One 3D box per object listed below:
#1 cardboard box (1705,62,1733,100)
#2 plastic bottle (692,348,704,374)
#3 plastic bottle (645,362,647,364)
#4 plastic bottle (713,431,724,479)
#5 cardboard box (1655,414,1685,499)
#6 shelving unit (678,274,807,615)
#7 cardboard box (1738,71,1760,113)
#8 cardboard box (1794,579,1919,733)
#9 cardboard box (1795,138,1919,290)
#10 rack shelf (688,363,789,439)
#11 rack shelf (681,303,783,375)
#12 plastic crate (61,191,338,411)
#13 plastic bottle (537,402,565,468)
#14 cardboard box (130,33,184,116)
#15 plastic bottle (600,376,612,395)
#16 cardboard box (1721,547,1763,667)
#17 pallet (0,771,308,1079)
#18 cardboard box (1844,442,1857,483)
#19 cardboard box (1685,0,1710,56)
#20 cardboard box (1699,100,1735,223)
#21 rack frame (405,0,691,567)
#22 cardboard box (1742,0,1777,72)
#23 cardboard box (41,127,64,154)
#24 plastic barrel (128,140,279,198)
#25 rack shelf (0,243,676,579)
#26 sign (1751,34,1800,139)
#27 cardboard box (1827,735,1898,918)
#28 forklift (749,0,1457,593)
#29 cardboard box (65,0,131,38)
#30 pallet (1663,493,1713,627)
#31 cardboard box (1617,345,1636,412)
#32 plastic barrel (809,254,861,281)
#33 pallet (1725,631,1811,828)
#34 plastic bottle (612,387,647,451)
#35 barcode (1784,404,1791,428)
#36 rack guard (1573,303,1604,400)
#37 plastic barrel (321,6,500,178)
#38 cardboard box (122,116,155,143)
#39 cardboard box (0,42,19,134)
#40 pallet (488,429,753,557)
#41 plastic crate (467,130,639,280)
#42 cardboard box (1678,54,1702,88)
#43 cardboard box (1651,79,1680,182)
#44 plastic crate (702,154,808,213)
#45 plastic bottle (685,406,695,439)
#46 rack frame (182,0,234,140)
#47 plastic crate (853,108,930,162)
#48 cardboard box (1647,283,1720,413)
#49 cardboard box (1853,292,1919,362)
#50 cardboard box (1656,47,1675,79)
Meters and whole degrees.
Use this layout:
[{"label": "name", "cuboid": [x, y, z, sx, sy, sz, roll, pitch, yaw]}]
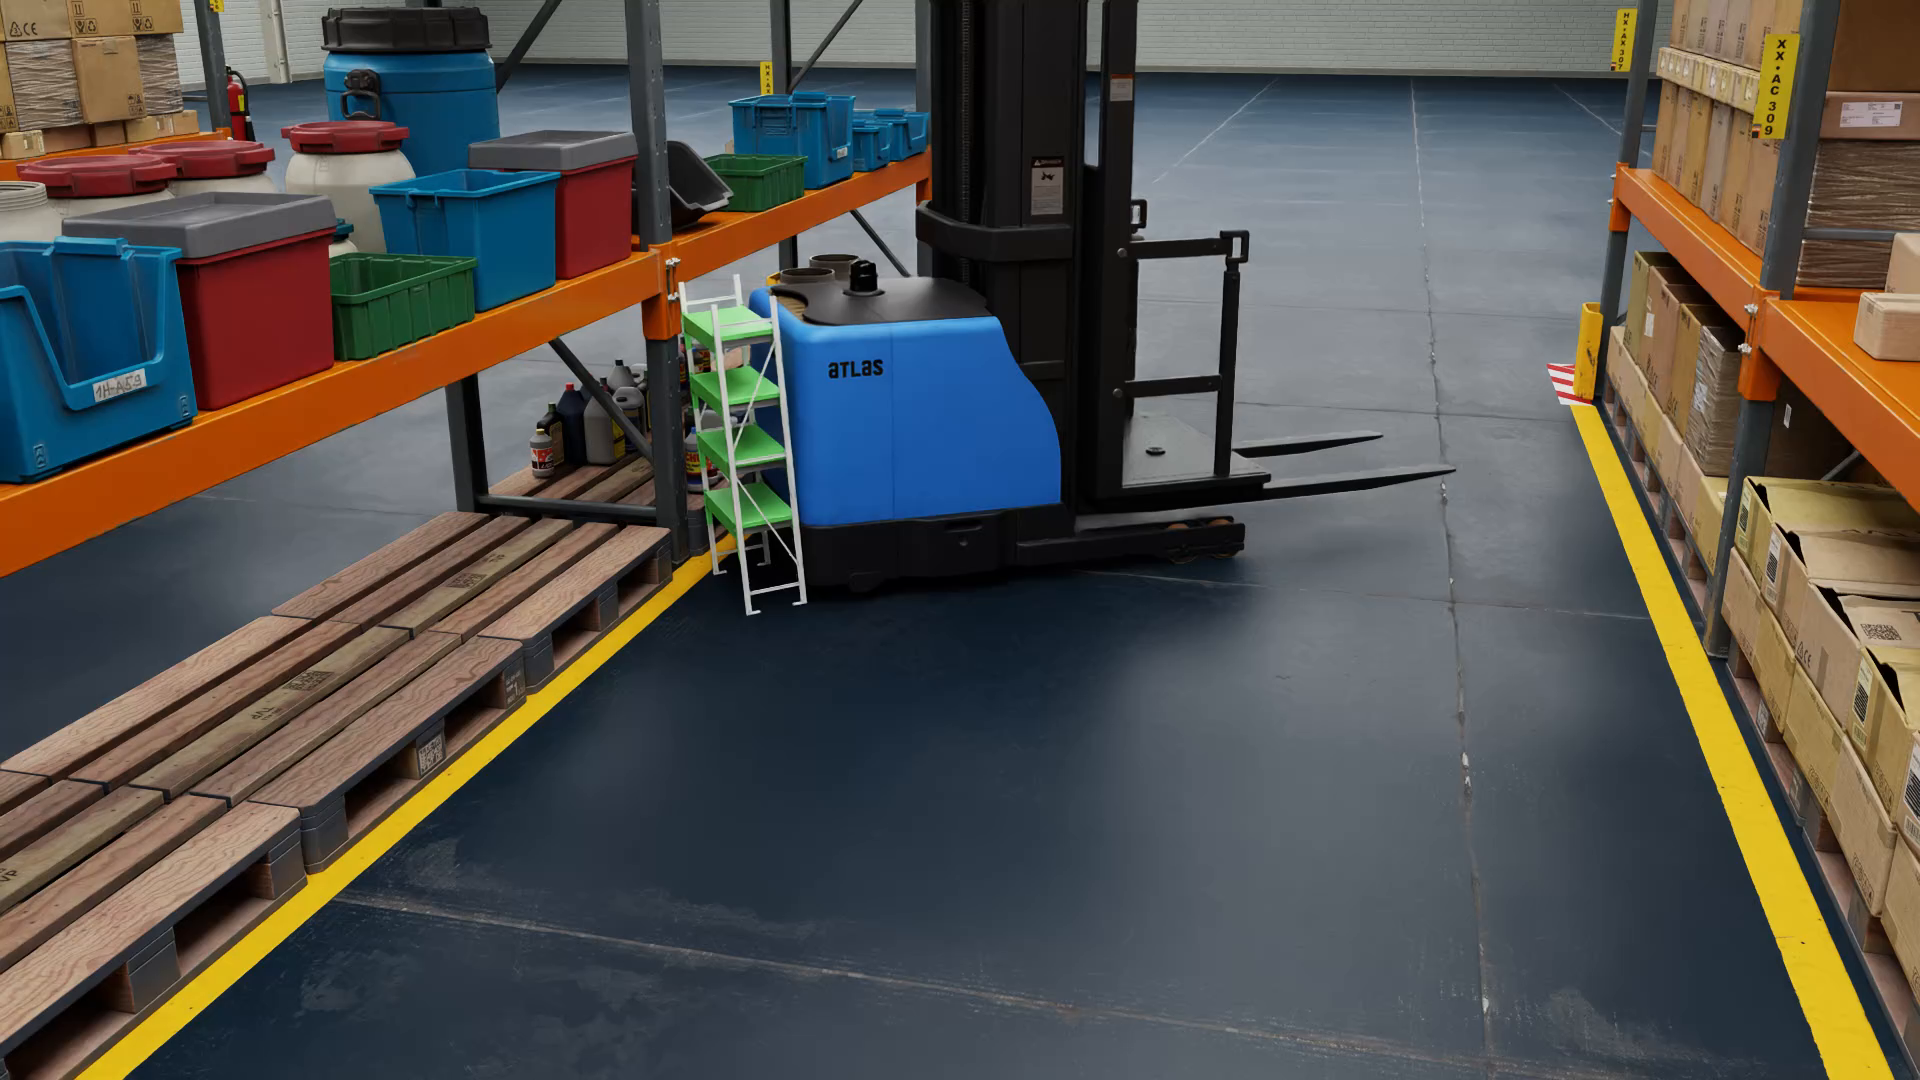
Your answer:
[{"label": "cardboard box", "cuboid": [3.469, -1.994, 7.227, 0.380, 0.149, 0.250, 5, 19, 14]}, {"label": "plastic bottle", "cuboid": [-1.423, -0.928, 8.912, 0.097, 0.201, 0.097, 0, 19, 0]}, {"label": "plastic bottle", "cuboid": [-1.556, -0.791, 8.403, 0.097, 0.271, 0.097, 0, 19, 0]}, {"label": "plastic bottle", "cuboid": [-1.077, -0.379, 7.305, 0.097, 0.201, 0.097, 0, 19, 0]}, {"label": "cardboard box", "cuboid": [3.313, -0.348, 7.169, 0.500, 0.250, 0.500, 5, 19, 13]}, {"label": "shelving unit", "cuboid": [-0.835, -0.371, 6.392, 0.258, 1.200, 0.503, -12, 22, -20]}, {"label": "cardboard box", "cuboid": [3.281, -1.749, 6.509, 0.380, 0.149, 0.250, 5, 19, 13]}, {"label": "cardboard box", "cuboid": [2.577, 0.292, 4.429, 0.500, 0.311, 0.500, 4, 19, 12]}, {"label": "cardboard box", "cuboid": [3.275, -1.161, 5.790, 0.700, 0.500, 0.500, 4, 19, 12]}, {"label": "rack shelf", "cuboid": [-0.846, -0.536, 6.331, 0.258, 0.148, 0.480, -12, 22, -20]}, {"label": "rack shelf", "cuboid": [-0.861, -0.760, 6.248, 0.258, 0.148, 0.480, -12, 22, -20]}, {"label": "plastic crate", "cuboid": [-1.916, -0.625, 4.278, 0.402, 0.464, 0.583, 5, 19, 13]}, {"label": "plastic bottle", "cuboid": [-1.832, -0.466, 7.432, 0.061, 0.283, 0.133, 6, 20, 16]}, {"label": "cardboard box", "cuboid": [-5.617, -3.029, 10.800, 0.875, 0.500, 0.500, 5, 19, 13]}, {"label": "plastic bottle", "cuboid": [-1.706, -0.628, 7.907, 0.061, 0.283, 0.133, 6, 20, 17]}, {"label": "cardboard box", "cuboid": [2.834, 0.236, 5.462, 0.500, 0.250, 0.500, 4, 19, 12]}, {"label": "pallet", "cuboid": [-2.380, 0.967, 4.029, 1.003, 0.211, 1.213, 5, 19, 13]}, {"label": "cardboard box", "cuboid": [3.704, -0.504, 6.467, 0.500, 0.500, 0.500, 5, 19, 13]}, {"label": "cardboard box", "cuboid": [3.887, -2.562, 7.885, 0.700, 0.500, 0.500, 4, 19, 12]}, {"label": "cardboard box", "cuboid": [3.648, -1.644, 7.206, 0.700, 0.500, 0.500, 5, 20, 15]}, {"label": "rack frame", "cuboid": [-1.630, -1.366, 6.547, 1.000, 3.000, 0.127, 5, 19, 13]}, {"label": "cardboard box", "cuboid": [3.520, -2.090, 6.504, 0.700, 0.500, 0.500, 5, 19, 13]}, {"label": "cardboard box", "cuboid": [-5.614, -2.393, 9.943, 0.380, 0.149, 0.250, 5, 19, 13]}, {"label": "plastic barrel", "cuboid": [-2.256, -0.918, 5.024, 0.433, 0.535, 0.433, 0, 19, 0]}, {"label": "rack shelf", "cuboid": [-2.119, -0.399, 4.828, 1.077, 0.370, 4.000, 5, 19, 13]}, {"label": "sign", "cuboid": [2.634, -1.464, 5.372, 0.100, 0.325, 0.005, 5, 19, 13]}, {"label": "cardboard box", "cuboid": [2.458, 0.718, 4.050, 0.500, 0.250, 0.500, 5, 19, 14]}, {"label": "forklift", "cuboid": [0.676, -1.442, 6.876, 3.031, 2.935, 1.130, -6, 20, -17]}, {"label": "cardboard box", "cuboid": [-5.467, -3.323, 10.114, 0.500, 0.500, 0.500, 5, 19, 13]}, {"label": "pallet", "cuboid": [3.407, 0.100, 6.569, 1.003, 0.211, 1.213, 5, 19, 13]}, {"label": "cardboard box", "cuboid": [3.684, -0.818, 8.545, 0.500, 0.250, 0.500, 5, 19, 13]}, {"label": "plastic barrel", "cuboid": [-0.739, -1.429, 9.930, 0.421, 0.512, 0.421, 0, 19, 0]}, {"label": "pallet", "cuboid": [3.030, 0.580, 5.163, 1.003, 0.211, 1.213, 5, 19, 13]}, {"label": "plastic bottle", "cuboid": [-1.555, -0.566, 7.738, 0.152, 0.276, 0.135, 5, 19, 13]}, {"label": "barcode", "cuboid": [2.706, -0.406, 5.438, 0.001, 0.075, 0.075, 5, 19, 13]}, {"label": "rack guard", "cuboid": [4.155, -1.052, 9.494, 1.175, 0.500, 0.348, 5, 19, 13]}, {"label": "plastic barrel", "cuboid": [-2.018, -1.506, 6.181, 0.600, 0.901, 0.708, 5, 19, 13]}, {"label": "cardboard box", "cuboid": [-5.398, -2.626, 10.623, 0.380, 0.149, 0.250, 5, 19, 13]}, {"label": "cardboard box", "cuboid": [-5.920, -2.554, 9.408, 0.875, 0.500, 0.500, 5, 19, 13]}, {"label": "pallet", "cuboid": [-1.425, -0.254, 7.604, 1.003, 0.211, 1.213, 5, 19, 13]}, {"label": "plastic crate", "cuboid": [-1.452, -1.220, 6.021, 0.402, 0.464, 0.583, 5, 19, 13]}, {"label": "cardboard box", "cuboid": [3.657, -2.236, 7.935, 0.380, 0.149, 0.250, 4, 19, 13]}, {"label": "cardboard box", "cuboid": [4.023, -2.130, 8.627, 0.700, 0.500, 0.500, 5, 19, 13]}, {"label": "plastic crate", "cuboid": [-1.025, -1.669, 7.761, 0.450, 0.188, 0.662, 5, 19, 13]}, {"label": "plastic bottle", "cuboid": [-1.178, -0.466, 7.433, 0.061, 0.283, 0.133, 5, 19, 13]}, {"label": "rack frame", "cuboid": [-5.456, -3.011, 11.362, 1.000, 3.000, 0.127, 5, 19, 13]}, {"label": "plastic crate", "cuboid": [-0.485, -2.369, 9.713, 0.499, 0.251, 0.616, 5, 19, 13]}, {"label": "cardboard box", "cuboid": [3.434, -0.859, 7.507, 0.500, 0.500, 0.500, 5, 19, 13]}, {"label": "cardboard box", "cuboid": [2.758, -0.593, 4.673, 0.380, 0.149, 0.250, 5, 19, 13]}, {"label": "cardboard box", "cuboid": [3.845, -2.476, 8.637, 0.380, 0.149, 0.250, 5, 19, 13]}]
